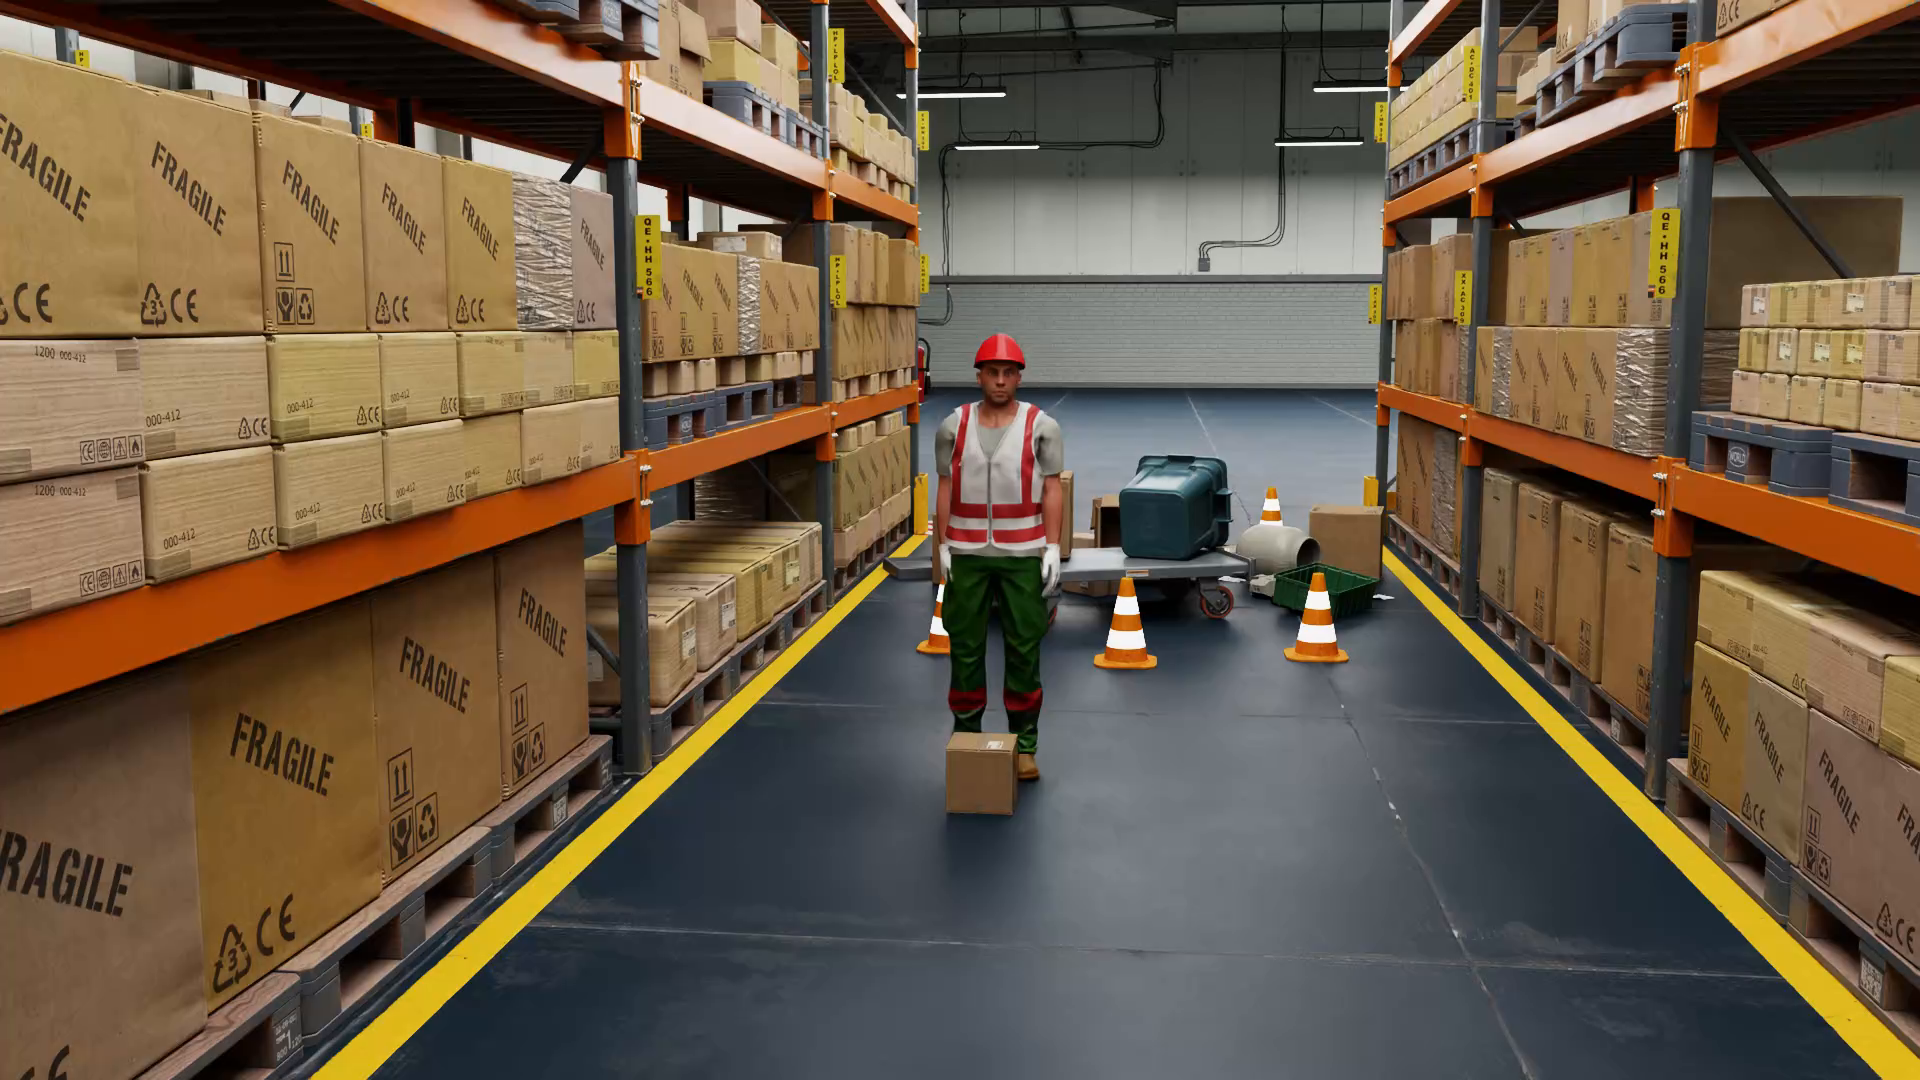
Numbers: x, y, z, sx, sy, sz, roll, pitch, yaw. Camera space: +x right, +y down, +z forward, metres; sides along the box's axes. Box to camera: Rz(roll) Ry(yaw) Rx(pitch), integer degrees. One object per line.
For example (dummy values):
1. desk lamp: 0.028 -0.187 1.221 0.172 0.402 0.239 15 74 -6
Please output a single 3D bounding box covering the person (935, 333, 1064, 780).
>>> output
1. person: 0.153 0.065 6.709 0.525 1.786 0.339 1 8 8
